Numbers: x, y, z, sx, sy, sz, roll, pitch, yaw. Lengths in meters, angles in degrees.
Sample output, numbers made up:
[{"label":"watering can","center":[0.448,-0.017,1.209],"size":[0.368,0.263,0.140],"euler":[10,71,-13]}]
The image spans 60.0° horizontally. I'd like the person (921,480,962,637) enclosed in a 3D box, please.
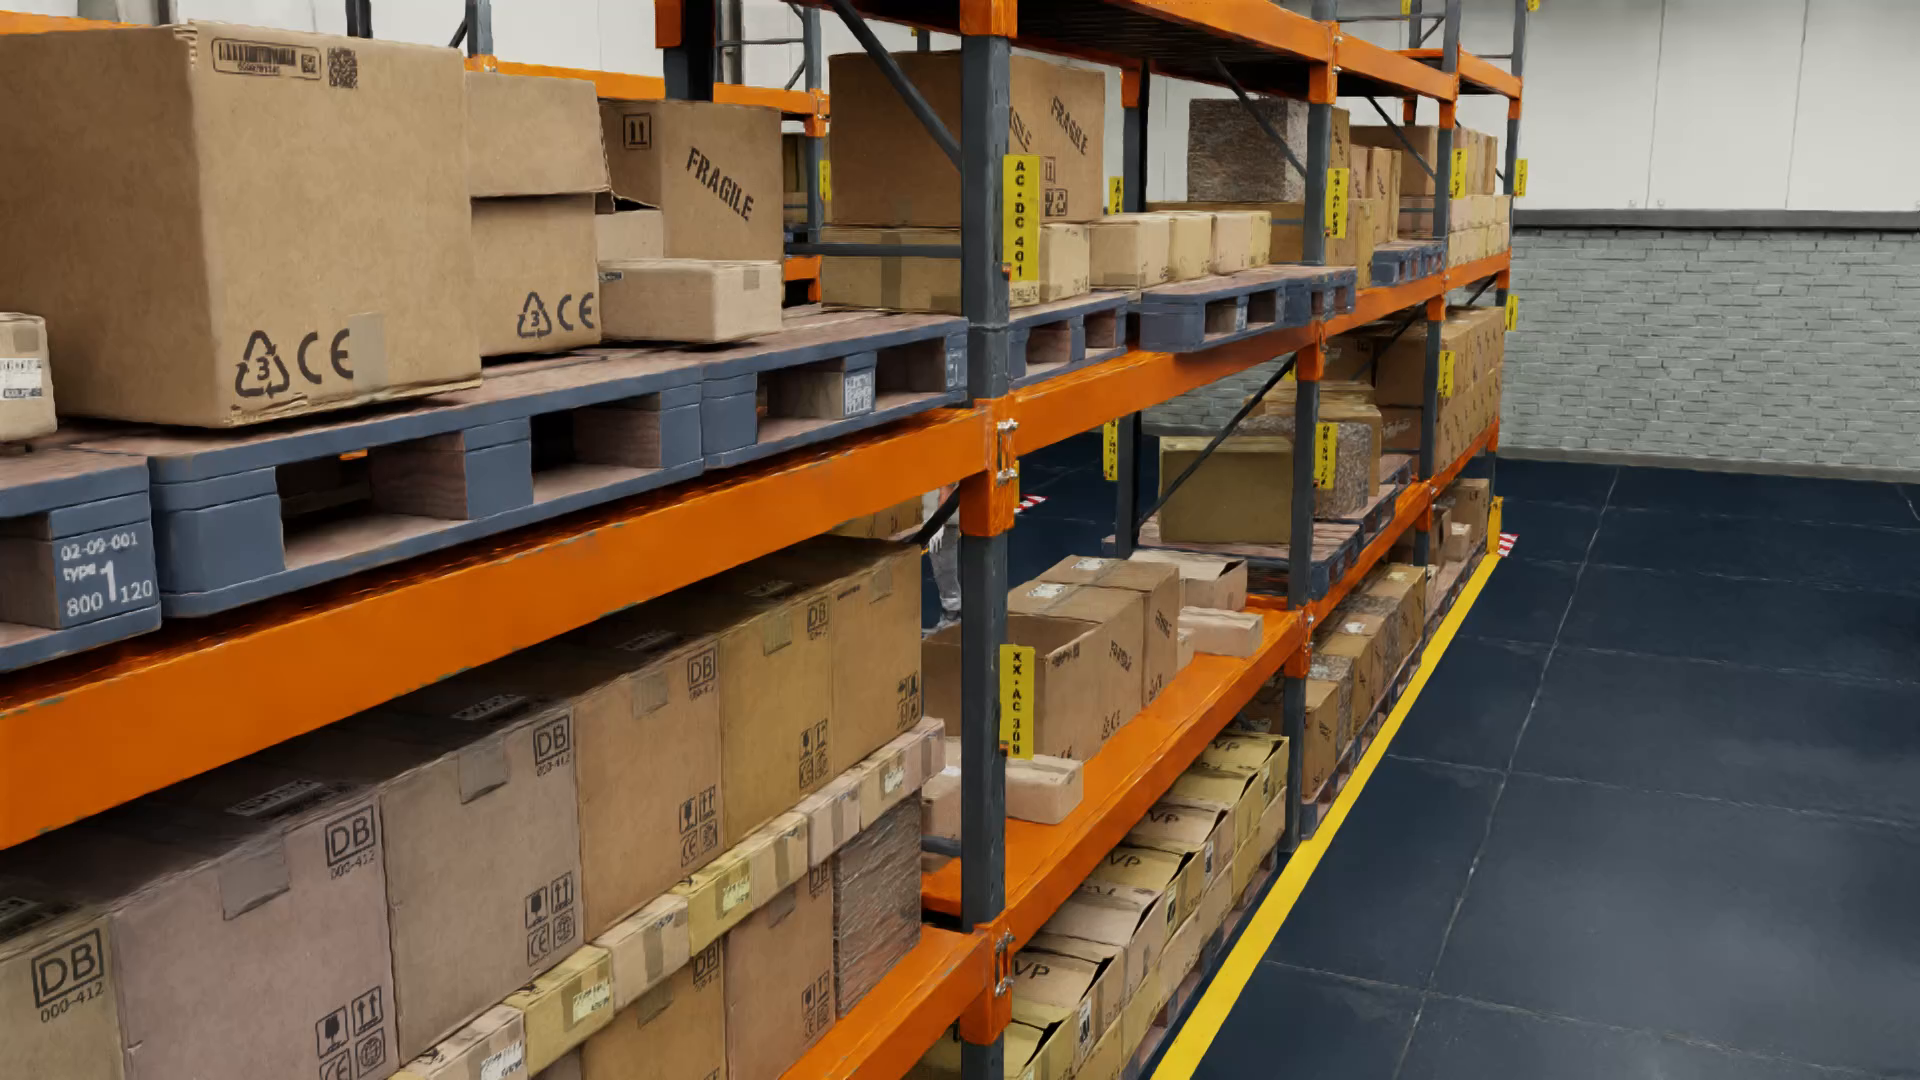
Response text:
[{"label":"person","center":[-0.135,-0.108,12.313],"size":[0.335,1.793,0.711],"euler":[-1,12,-3]}]
